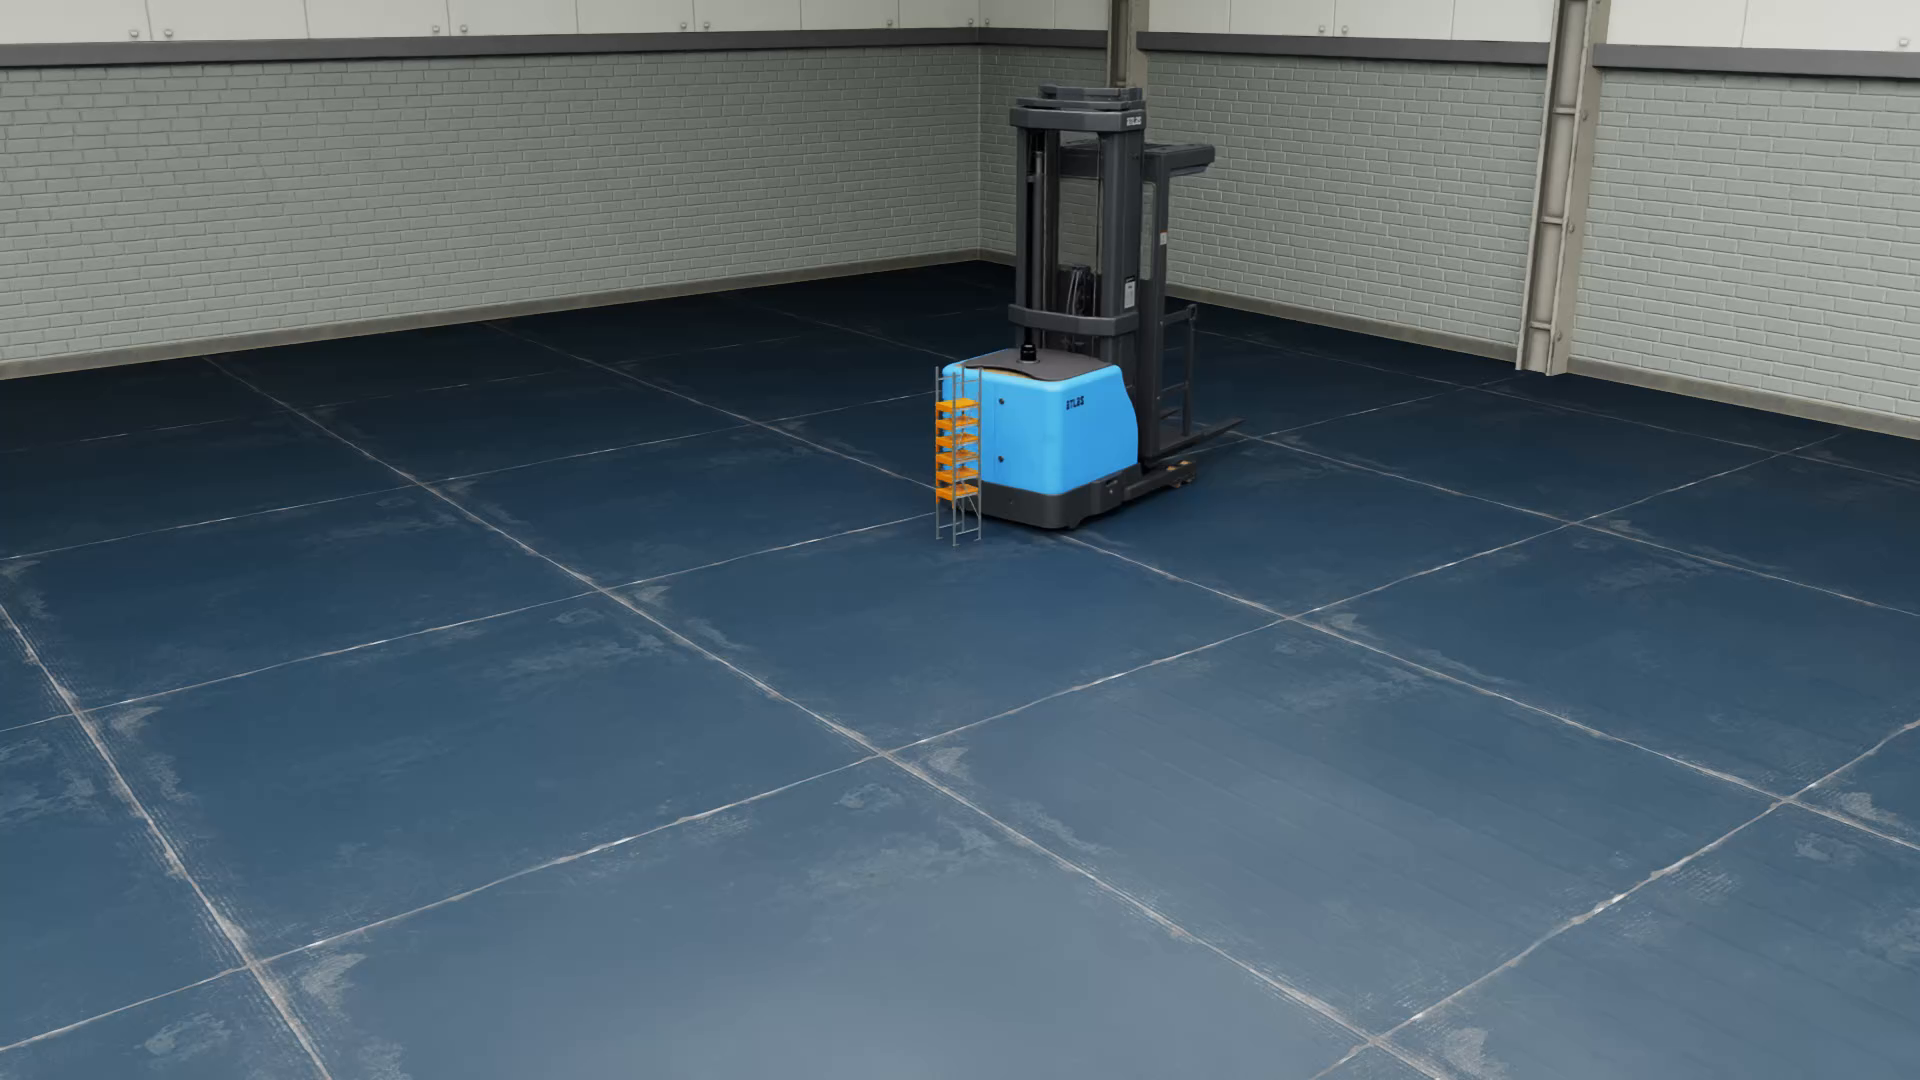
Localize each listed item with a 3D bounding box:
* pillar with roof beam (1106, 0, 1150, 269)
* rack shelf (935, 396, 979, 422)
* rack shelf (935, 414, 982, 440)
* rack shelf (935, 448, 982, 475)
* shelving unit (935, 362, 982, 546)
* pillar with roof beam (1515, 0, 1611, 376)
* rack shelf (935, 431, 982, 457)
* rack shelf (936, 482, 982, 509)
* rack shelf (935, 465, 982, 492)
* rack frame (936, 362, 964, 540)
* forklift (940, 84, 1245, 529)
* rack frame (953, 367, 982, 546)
[{"bbox_3d":[-1.362,-6.582,16.925,9.100,9.000,0.400,-14,23,-36],"label":"pillar with roof beam"},{"bbox_3d":[-0.009,-0.873,11.085,0.258,0.103,0.180,-14,23,-36],"label":"rack shelf"},{"bbox_3d":[-0.009,-0.759,11.123,0.258,0.103,0.180,-14,23,-36],"label":"rack shelf"},{"bbox_3d":[-0.009,-0.531,11.199,0.258,0.103,0.180,-14,23,-36],"label":"rack shelf"},{"bbox_3d":[-0.009,-0.573,11.185,0.258,1.200,0.189,-14,23,-36],"label":"shelving unit"},{"bbox_3d":[2.363,-5.104,12.460,9.100,9.000,0.400,-14,23,-36],"label":"pillar with roof beam"},{"bbox_3d":[-0.009,-0.645,11.161,0.258,0.103,0.180,-14,23,-36],"label":"rack shelf"},{"bbox_3d":[-0.009,-0.303,11.274,0.258,0.103,0.180,-14,23,-36],"label":"rack shelf"},{"bbox_3d":[-0.009,-0.417,11.236,0.258,0.103,0.180,-14,23,-36],"label":"rack shelf"},{"bbox_3d":[-0.066,-0.596,11.253,0.240,1.200,0.006,-14,23,-36],"label":"rack frame"},{"bbox_3d":[1.157,-1.864,12.329,1.130,2.935,3.031,14,23,35],"label":"forklift"},{"bbox_3d":[0.048,-0.551,11.117,0.240,1.200,0.006,-14,23,-36],"label":"rack frame"}]
